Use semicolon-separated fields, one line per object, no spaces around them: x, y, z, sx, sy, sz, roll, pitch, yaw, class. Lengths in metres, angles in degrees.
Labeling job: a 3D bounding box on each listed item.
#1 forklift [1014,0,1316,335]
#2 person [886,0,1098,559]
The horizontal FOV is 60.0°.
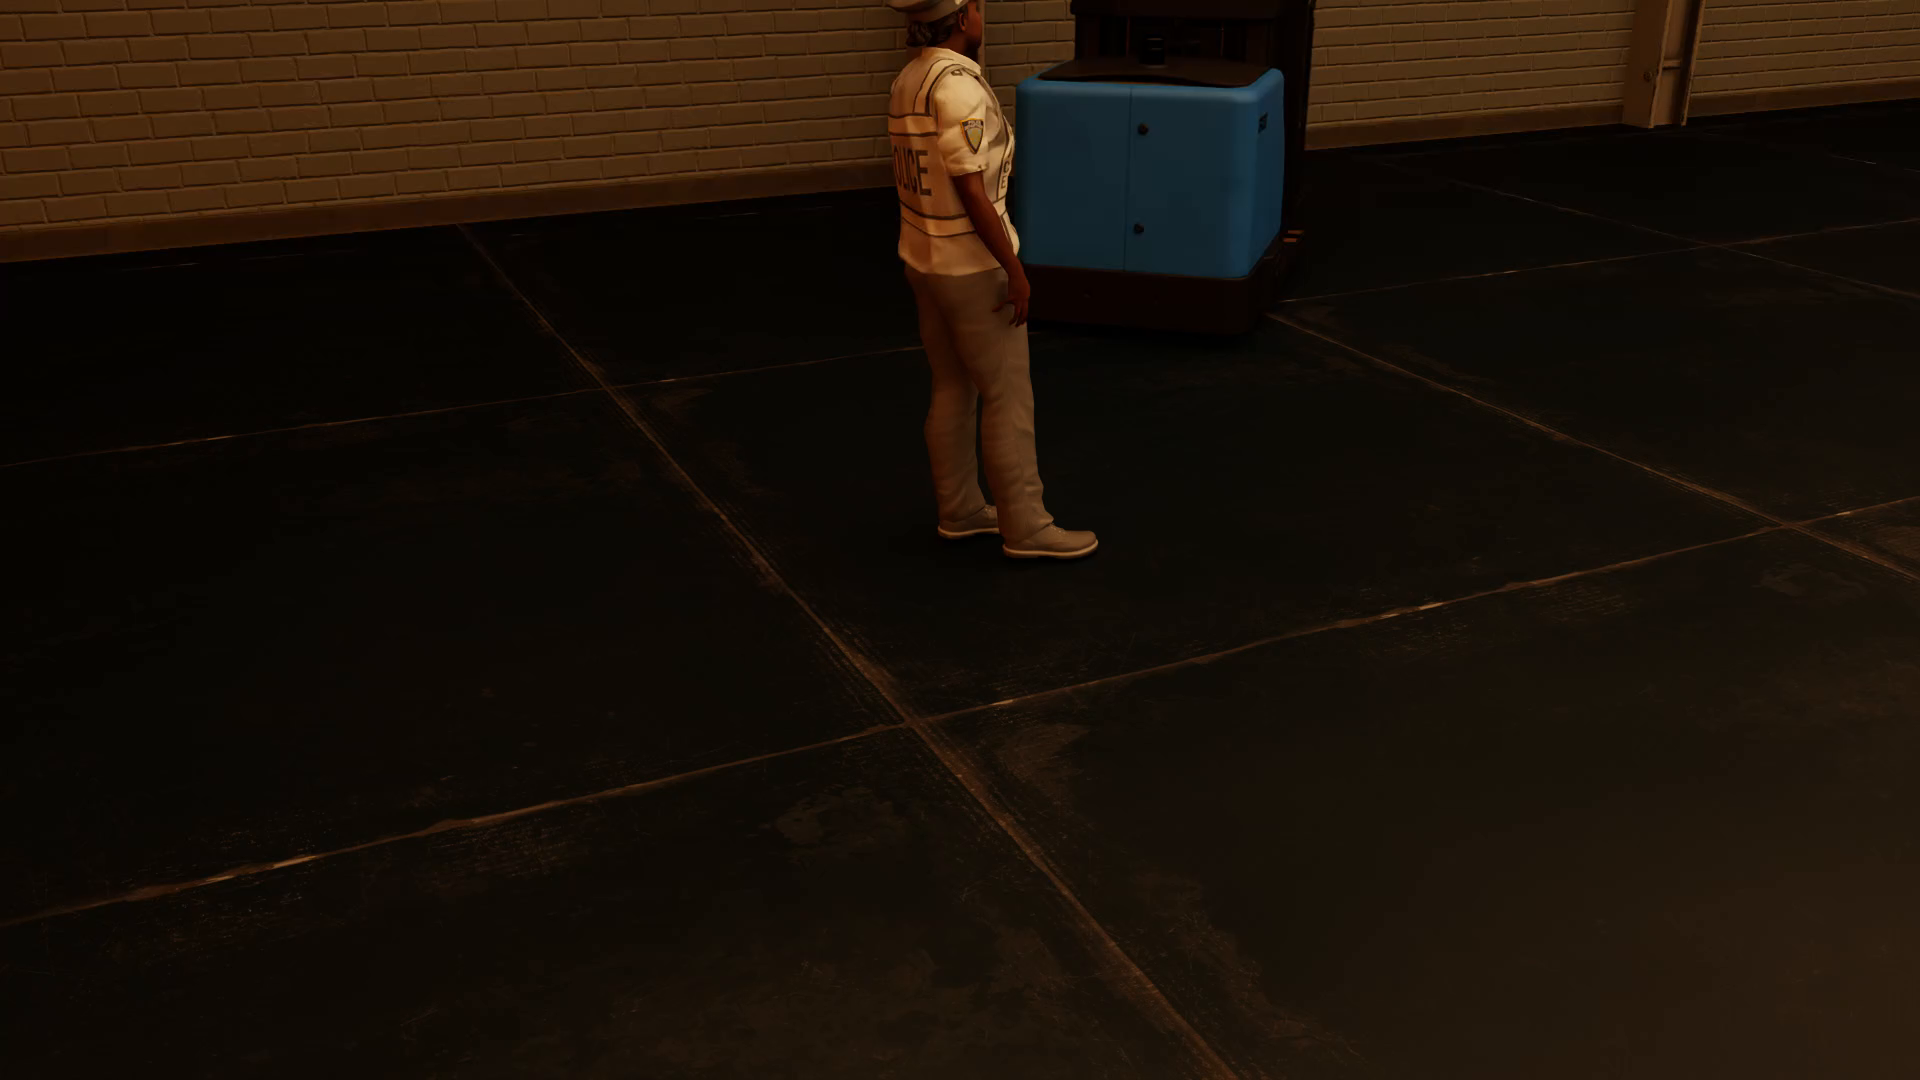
1.156;-2.750;7.905;1.130;2.935;3.031;7;24;17;forklift
0.076;-0.795;4.792;0.530;1.695;0.570;-10;25;-23;person
